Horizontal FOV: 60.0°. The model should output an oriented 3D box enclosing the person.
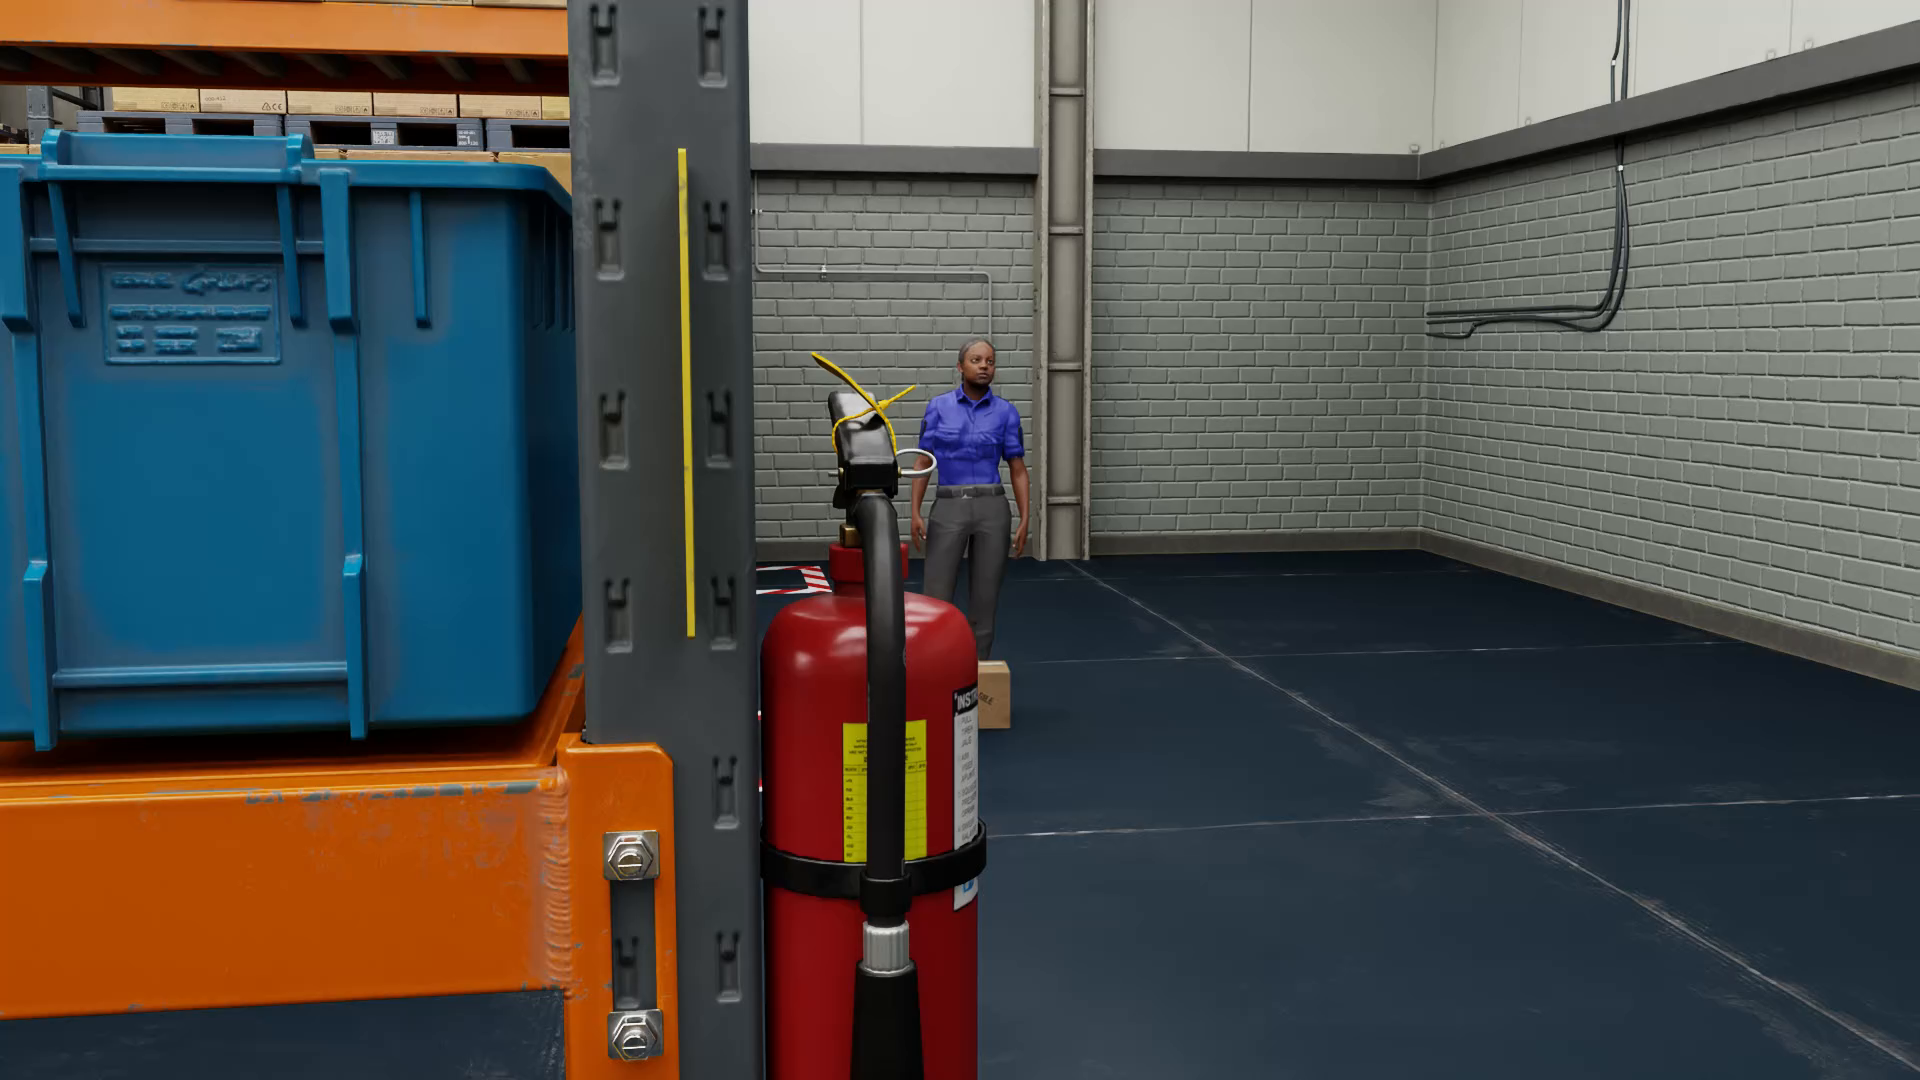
[{"bbox_3d":[0.033,-0.057,7.284,0.569,1.654,0.504,0,7,-3],"label":"person"}]
